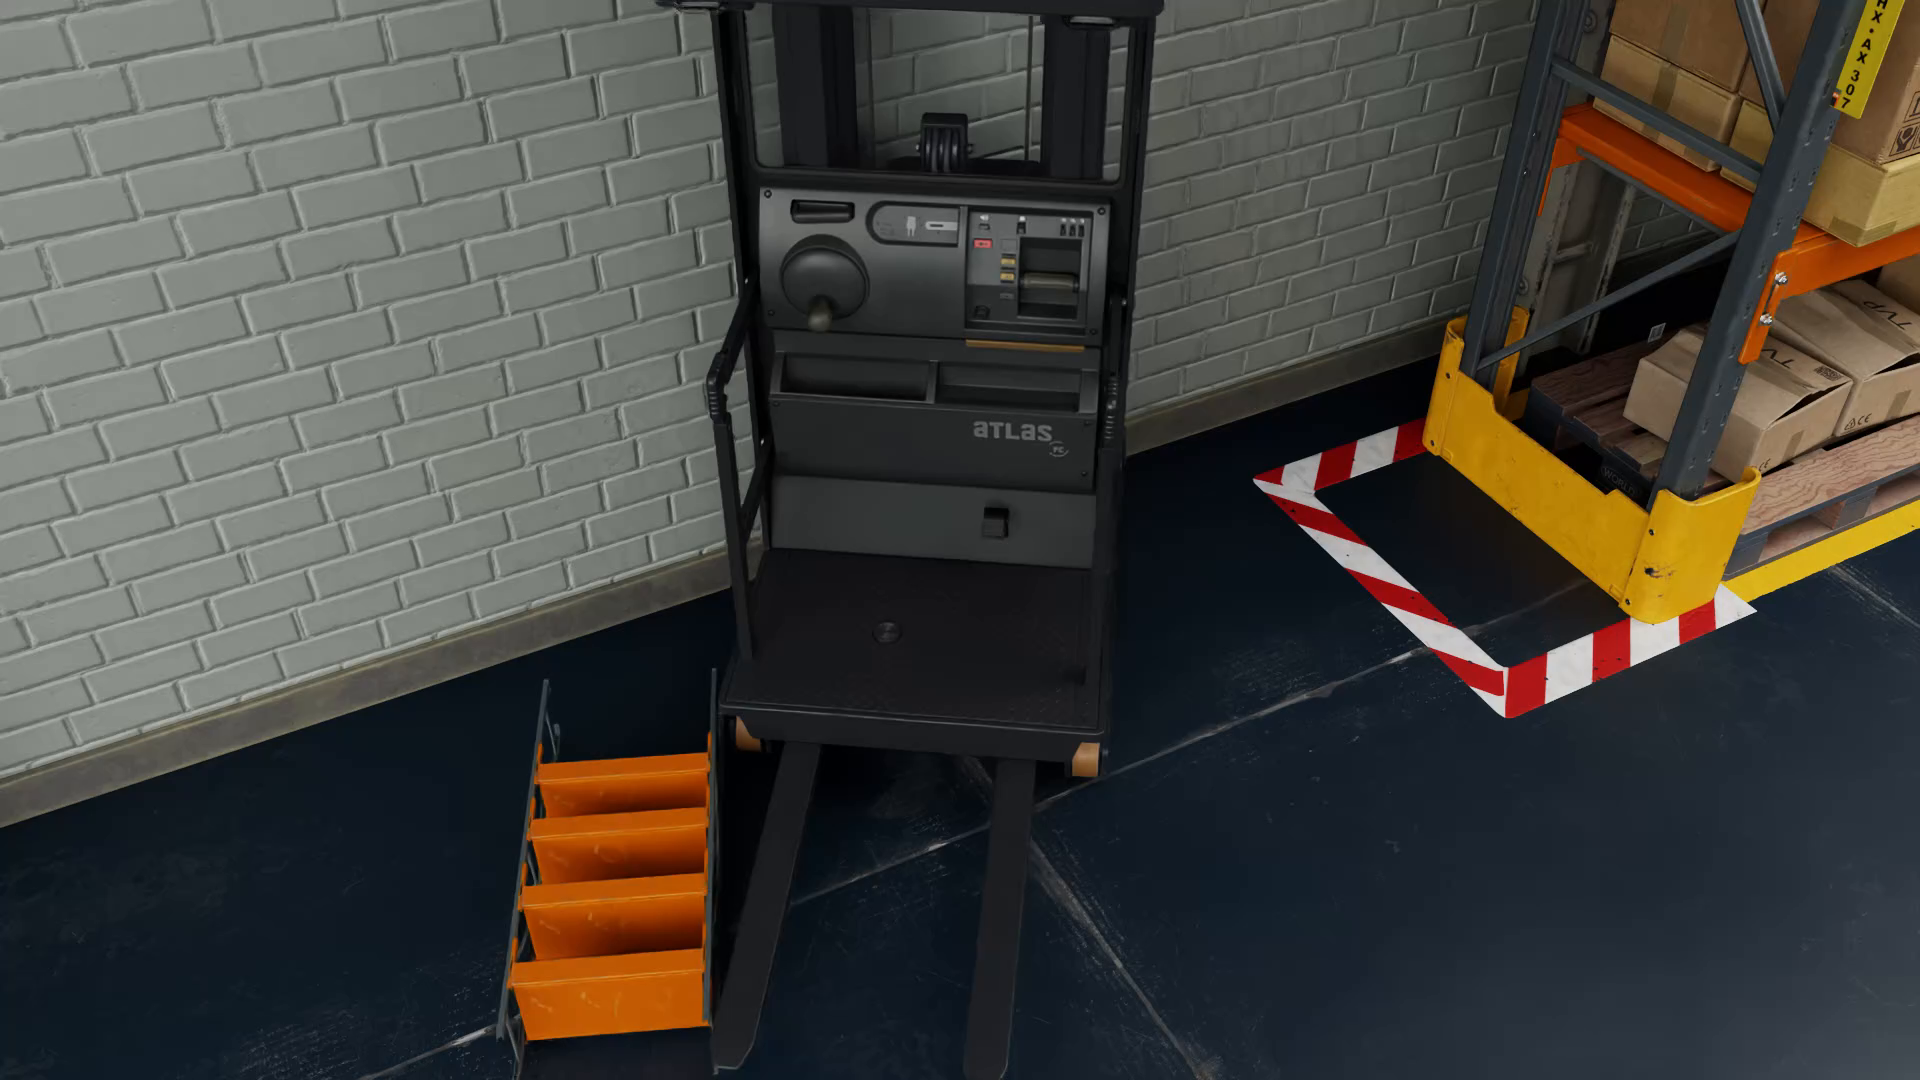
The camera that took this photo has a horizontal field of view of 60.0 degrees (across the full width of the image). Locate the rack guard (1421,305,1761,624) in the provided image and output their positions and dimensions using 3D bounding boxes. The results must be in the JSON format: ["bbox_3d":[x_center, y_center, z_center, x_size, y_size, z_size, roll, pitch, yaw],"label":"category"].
[{"bbox_3d":[2.116,-0.288,5.703,0.348,0.500,1.175,-19,44,-21],"label":"rack guard"}]

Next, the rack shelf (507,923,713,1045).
[{"bbox_3d":[-0.871,1.121,4.198,0.480,0.258,0.148,-4,40,-4],"label":"rack shelf"}]

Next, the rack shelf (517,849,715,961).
[{"bbox_3d":[-0.894,0.969,4.377,0.480,0.258,0.148,-4,40,-4],"label":"rack shelf"}]

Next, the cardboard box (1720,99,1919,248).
[{"bbox_3d":[2.628,-1.133,4.868,0.500,0.250,0.500,-20,44,-22],"label":"cardboard box"}]

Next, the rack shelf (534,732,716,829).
[{"bbox_3d":[-0.934,0.697,4.698,0.480,0.258,0.148,-4,40,-4],"label":"rack shelf"}]

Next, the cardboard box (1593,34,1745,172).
[{"bbox_3d":[2.373,-1.420,5.207,0.500,0.250,0.500,-18,43,-20],"label":"cardboard box"}]

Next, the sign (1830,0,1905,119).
[{"bbox_3d":[2.299,-1.239,4.222,0.005,0.325,0.100,-19,44,-21],"label":"sign"}]

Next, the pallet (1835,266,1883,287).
[{"bbox_3d":[3.933,-0.761,6.486,1.213,0.211,1.003,-19,44,-21],"label":"pallet"}]

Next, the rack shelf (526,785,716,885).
[{"bbox_3d":[-0.915,0.825,4.547,0.480,0.258,0.148,-4,40,-4],"label":"rack shelf"}]

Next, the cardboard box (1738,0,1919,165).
[{"bbox_3d":[2.611,-1.426,4.633,0.500,0.500,0.500,-19,44,-21],"label":"cardboard box"}]

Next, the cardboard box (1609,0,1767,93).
[{"bbox_3d":[2.368,-1.718,4.979,0.500,0.500,0.500,-19,44,-21],"label":"cardboard box"}]

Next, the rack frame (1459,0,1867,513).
[{"bbox_3d":[2.048,-1.219,4.869,0.127,3.000,1.000,-19,44,-21],"label":"rack frame"}]

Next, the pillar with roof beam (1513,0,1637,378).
[{"bbox_3d":[4.258,-1.747,0.849,0.400,9.000,9.100,-19,44,-21],"label":"pillar with roof beam"}]

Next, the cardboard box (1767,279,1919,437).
[{"bbox_3d":[3.209,-0.686,5.979,0.500,0.311,0.500,-15,43,-17],"label":"cardboard box"}]

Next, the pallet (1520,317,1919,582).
[{"bbox_3d":[2.853,-0.400,6.059,1.213,0.211,1.003,-19,44,-21],"label":"pallet"}]

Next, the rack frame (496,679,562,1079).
[{"bbox_3d":[-1.151,0.883,4.479,0.015,0.240,1.200,-4,40,-4],"label":"rack frame"}]

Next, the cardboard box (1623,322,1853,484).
[{"bbox_3d":[2.703,-0.516,5.778,0.500,0.311,0.500,-24,46,-25],"label":"cardboard box"}]

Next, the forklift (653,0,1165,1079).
[{"bbox_3d":[-0.092,-0.653,4.253,1.130,2.935,3.031,4,40,5],"label":"forklift"}]

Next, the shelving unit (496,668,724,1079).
[{"bbox_3d":[-0.908,0.868,4.496,0.503,0.258,1.200,-4,40,-4],"label":"shelving unit"}]

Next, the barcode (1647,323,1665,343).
[{"bbox_3d":[2.535,-0.754,6.053,0.075,0.075,0.001,-19,44,-21],"label":"barcode"}]

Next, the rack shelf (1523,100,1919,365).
[{"bbox_3d":[3.822,-1.542,5.806,4.000,0.370,1.077,-19,44,-21],"label":"rack shelf"}]

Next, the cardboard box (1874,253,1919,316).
[{"bbox_3d":[3.883,-0.949,6.143,0.500,0.500,0.700,-21,45,-23],"label":"cardboard box"}]

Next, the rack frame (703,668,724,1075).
[{"bbox_3d":[-0.666,0.853,4.514,0.015,0.240,1.200,-4,40,-4],"label":"rack frame"}]
